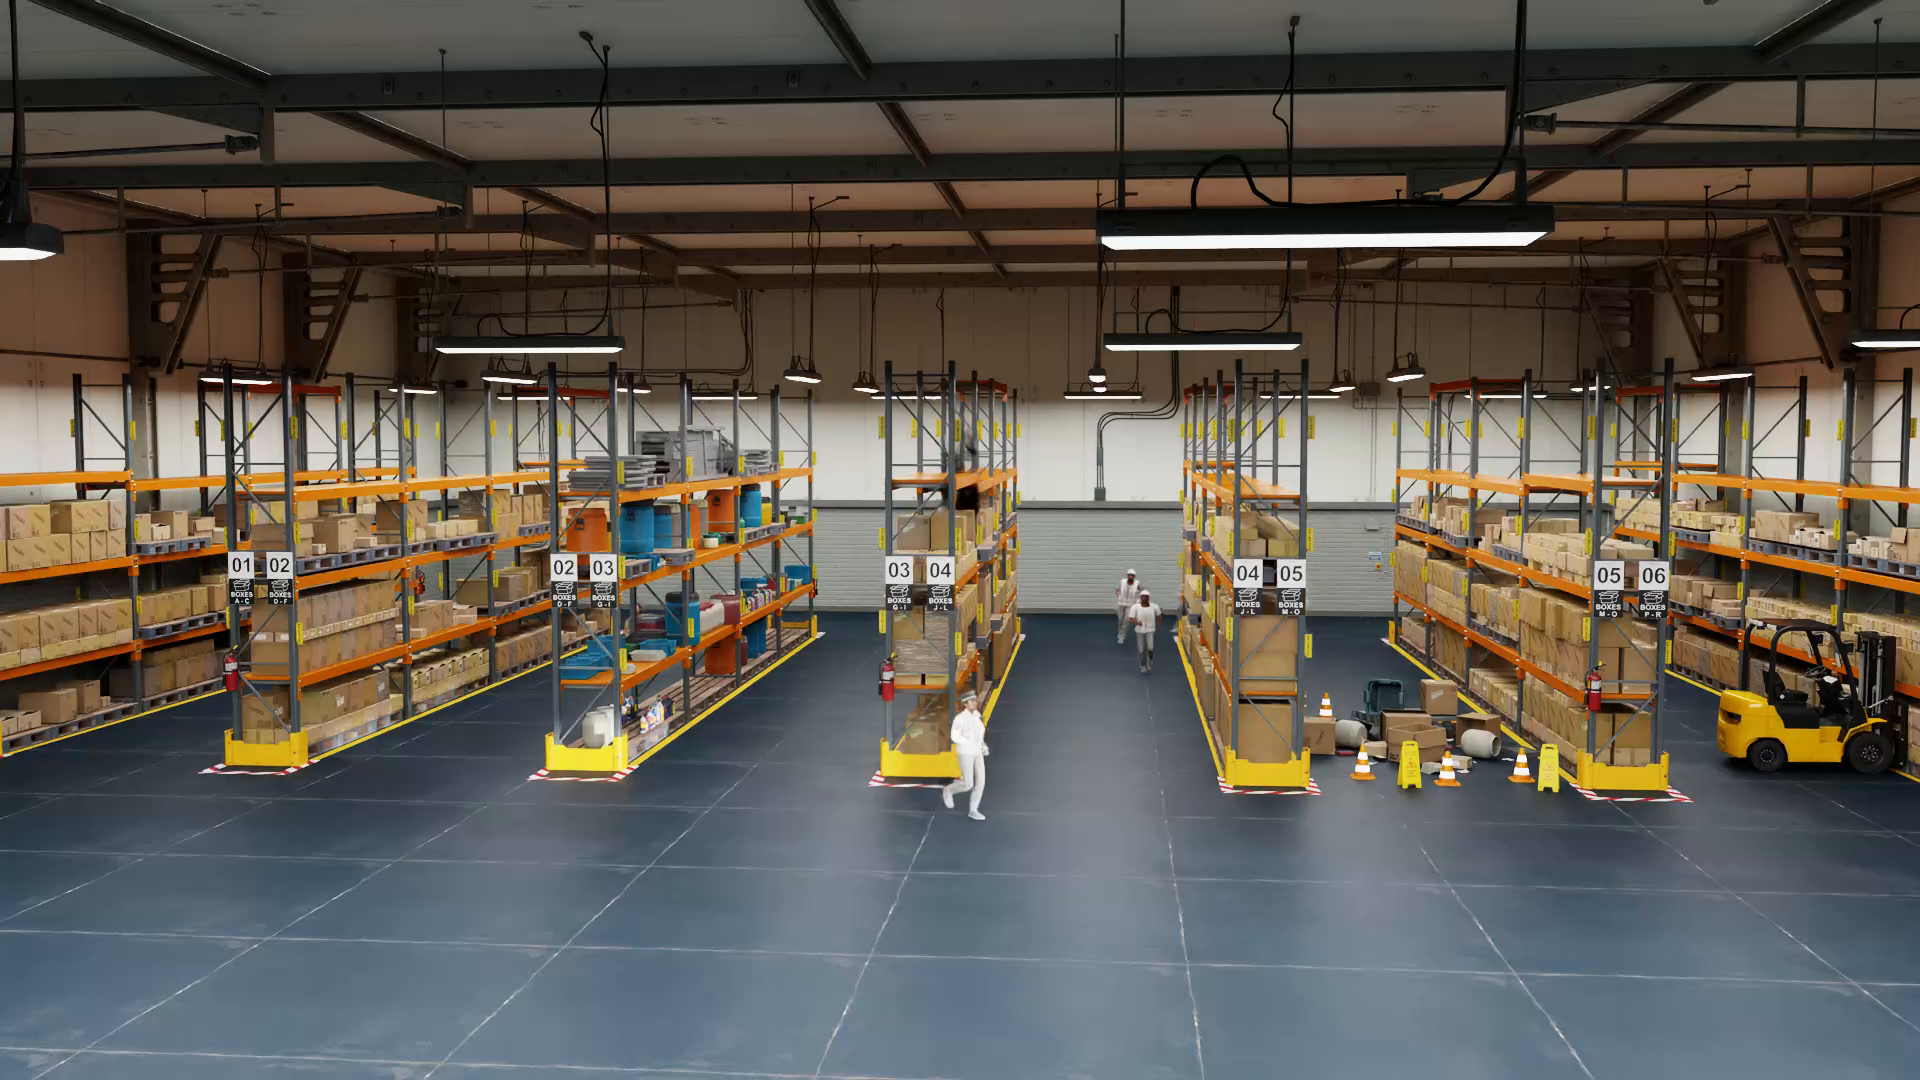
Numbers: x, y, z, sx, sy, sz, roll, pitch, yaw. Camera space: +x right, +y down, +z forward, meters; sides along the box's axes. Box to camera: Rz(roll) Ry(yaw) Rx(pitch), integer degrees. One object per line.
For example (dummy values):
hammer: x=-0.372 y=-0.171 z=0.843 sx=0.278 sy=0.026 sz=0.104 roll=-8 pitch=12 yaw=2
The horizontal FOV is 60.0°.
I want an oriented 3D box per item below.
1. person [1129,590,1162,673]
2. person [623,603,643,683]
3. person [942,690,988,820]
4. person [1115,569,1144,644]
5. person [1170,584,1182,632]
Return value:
person: x=3.812 y=1.883 z=34.113 sx=0.684 sy=1.723 sz=0.626 roll=0 pitch=4 yaw=5
person: x=-6.310 y=2.034 z=32.660 sx=0.596 sy=1.622 sz=0.716 roll=1 pitch=4 yaw=9
person: x=0.096 y=2.755 z=21.512 sx=0.687 sy=1.659 sz=0.614 roll=3 pitch=5 yaw=41
person: x=3.981 y=1.559 z=39.208 sx=0.699 sy=1.758 sz=0.664 roll=1 pitch=4 yaw=19
person: x=5.452 y=1.541 z=40.855 sx=0.720 sy=1.551 sz=0.656 roll=1 pitch=4 yaw=20
